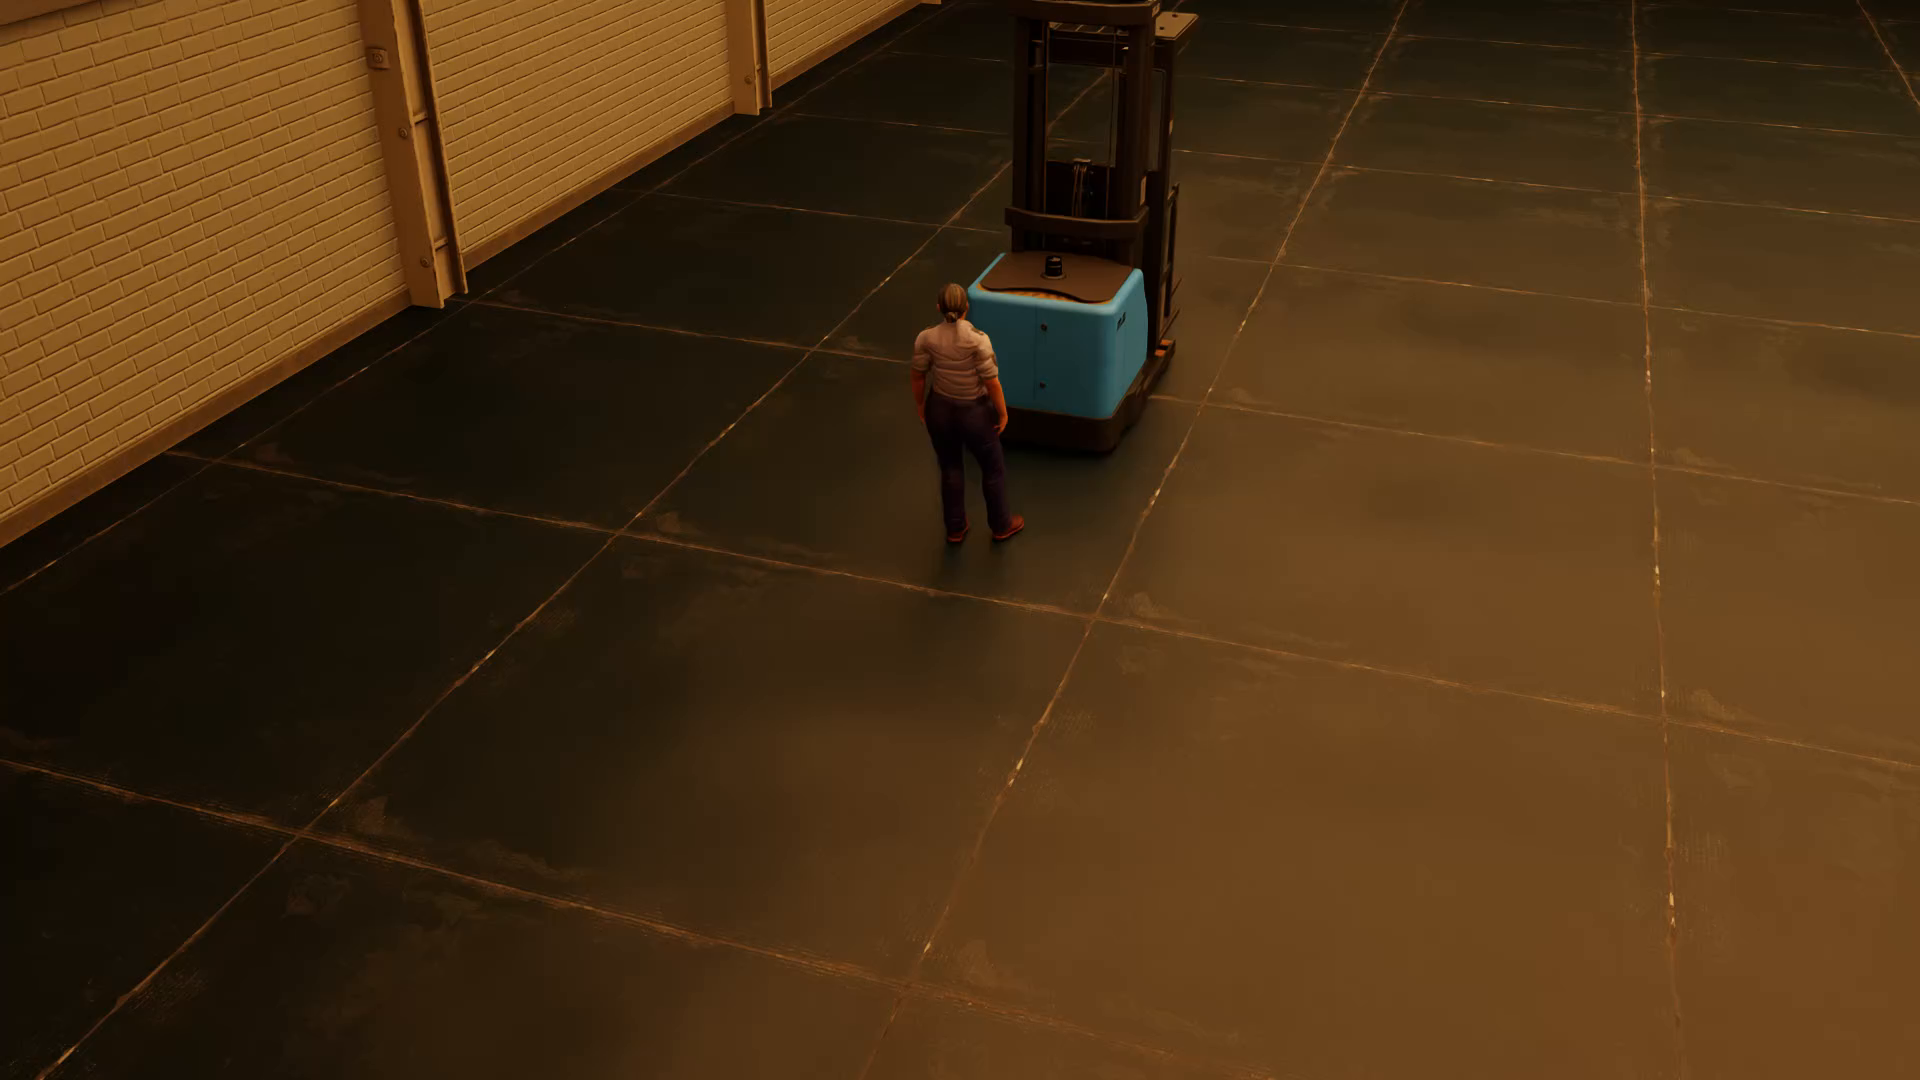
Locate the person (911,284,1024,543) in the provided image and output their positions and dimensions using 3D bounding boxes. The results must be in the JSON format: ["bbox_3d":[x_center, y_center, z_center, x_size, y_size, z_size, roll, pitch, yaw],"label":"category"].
[{"bbox_3d":[0.045,-0.758,9.774,0.609,1.645,0.503,10,31,18],"label":"person"}]

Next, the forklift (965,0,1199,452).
[{"bbox_3d":[0.975,-2.569,11.643,1.130,2.935,3.031,10,31,16],"label":"forklift"}]
